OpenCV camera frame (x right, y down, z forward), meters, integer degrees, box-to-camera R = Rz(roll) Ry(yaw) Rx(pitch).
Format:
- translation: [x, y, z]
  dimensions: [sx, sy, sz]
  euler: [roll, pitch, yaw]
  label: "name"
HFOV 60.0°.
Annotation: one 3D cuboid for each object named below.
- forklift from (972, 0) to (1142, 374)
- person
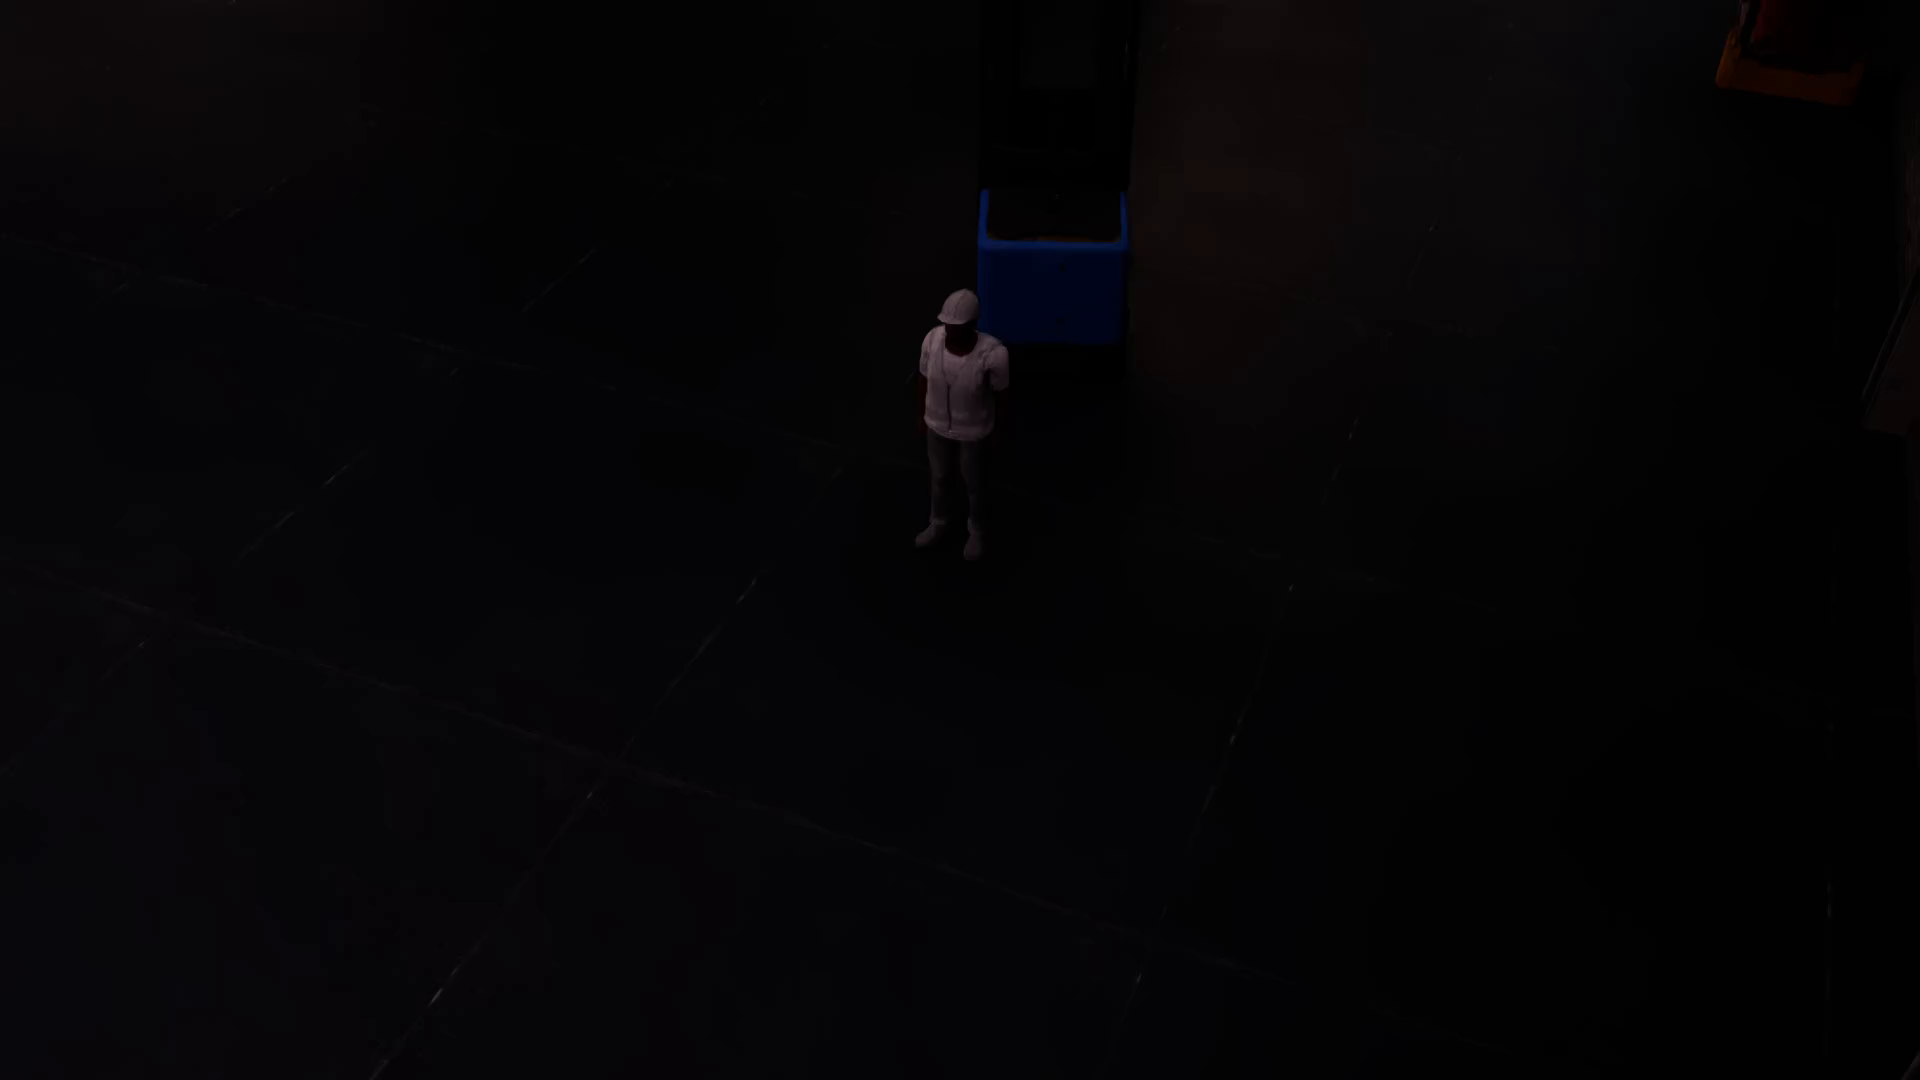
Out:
- translation: [0.682, -3.200, 11.829]
  dimensions: [1.130, 2.935, 3.031]
  euler: [2, 40, 2]
  label: "forklift"
- translation: [-0.004, -0.670, 9.713]
  dimensions: [0.559, 1.771, 0.367]
  euler: [15, 42, 17]
  label: "person"
